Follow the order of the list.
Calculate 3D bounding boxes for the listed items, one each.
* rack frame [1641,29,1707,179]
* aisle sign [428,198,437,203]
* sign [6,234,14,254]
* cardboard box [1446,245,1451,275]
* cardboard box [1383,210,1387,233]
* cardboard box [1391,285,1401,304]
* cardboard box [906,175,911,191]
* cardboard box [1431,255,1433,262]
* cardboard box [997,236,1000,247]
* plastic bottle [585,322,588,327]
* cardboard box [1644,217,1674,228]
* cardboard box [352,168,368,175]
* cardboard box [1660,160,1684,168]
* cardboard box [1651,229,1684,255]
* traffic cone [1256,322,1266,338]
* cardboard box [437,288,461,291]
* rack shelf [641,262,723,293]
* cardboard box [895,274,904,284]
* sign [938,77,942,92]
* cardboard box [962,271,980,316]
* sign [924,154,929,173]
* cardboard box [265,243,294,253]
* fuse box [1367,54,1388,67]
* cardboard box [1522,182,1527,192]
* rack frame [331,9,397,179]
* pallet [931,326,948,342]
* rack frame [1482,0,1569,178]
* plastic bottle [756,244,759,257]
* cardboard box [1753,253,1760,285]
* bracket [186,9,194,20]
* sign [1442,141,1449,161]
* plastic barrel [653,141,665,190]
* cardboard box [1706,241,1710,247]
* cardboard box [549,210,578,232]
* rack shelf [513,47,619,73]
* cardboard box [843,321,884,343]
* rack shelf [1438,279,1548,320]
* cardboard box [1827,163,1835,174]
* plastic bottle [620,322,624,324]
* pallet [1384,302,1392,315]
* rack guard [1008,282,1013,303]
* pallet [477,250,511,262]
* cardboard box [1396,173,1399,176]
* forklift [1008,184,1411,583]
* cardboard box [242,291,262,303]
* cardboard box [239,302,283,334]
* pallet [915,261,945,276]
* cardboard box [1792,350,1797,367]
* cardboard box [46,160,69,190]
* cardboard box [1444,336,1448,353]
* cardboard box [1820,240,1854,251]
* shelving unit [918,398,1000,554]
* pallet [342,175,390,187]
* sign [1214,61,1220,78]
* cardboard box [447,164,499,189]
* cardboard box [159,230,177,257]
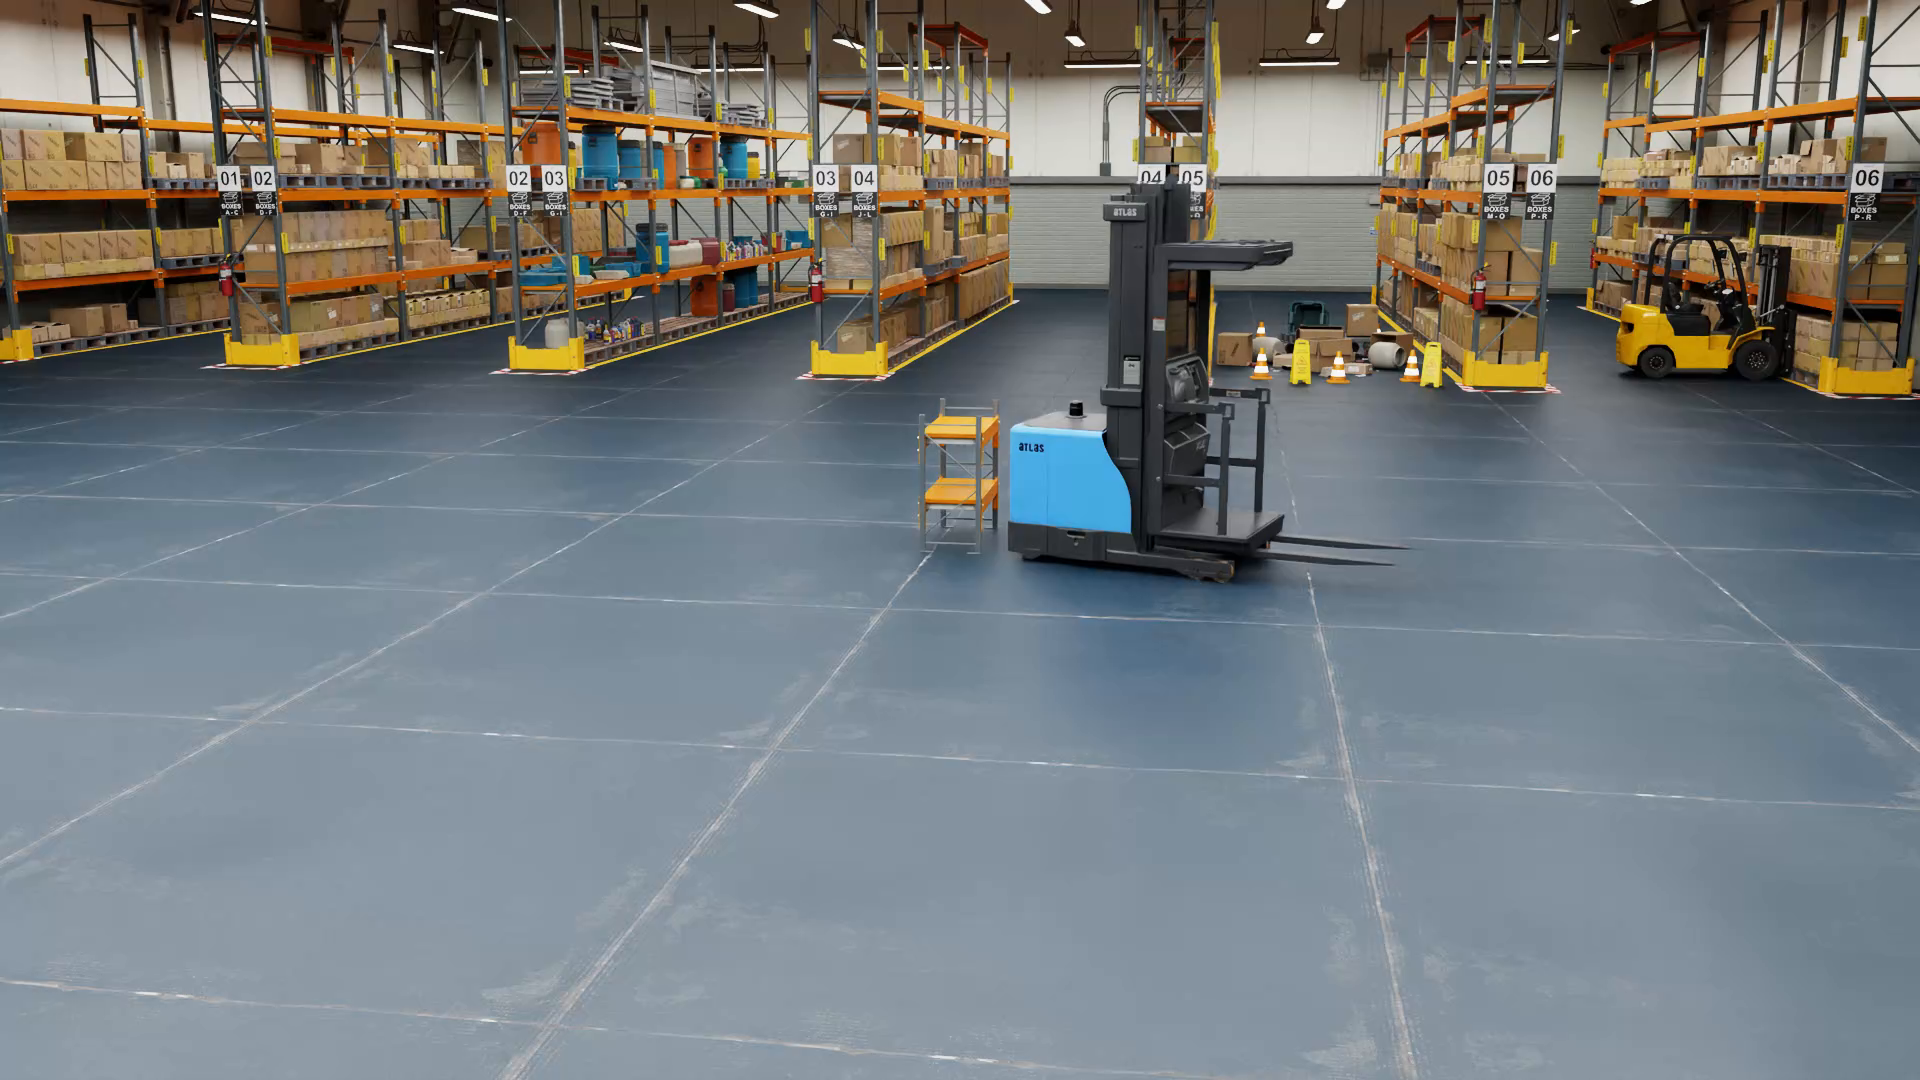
[{"bbox_3d":[14.798,-9.018,34.480,1.000,3.000,0.127,2,12,9],"label":"rack frame"},{"bbox_3d":[-13.660,-9.157,43.193,0.394,0.787,0.004,2,12,9],"label":"aisle sign"},{"bbox_3d":[-15.892,-4.956,27.815,0.100,0.325,0.005,2,12,9],"label":"sign"},{"bbox_3d":[8.265,-4.587,27.213,0.500,0.500,0.500,2,12,8],"label":"cardboard box"},{"bbox_3d":[10.008,-7.310,38.183,0.500,0.500,0.500,2,12,8],"label":"cardboard box"},{"bbox_3d":[10.232,-5.512,37.535,0.875,0.438,0.875,2,12,7],"label":"cardboard box"},{"bbox_3d":[-1.106,-5.976,27.841,0.500,0.250,0.500,2,12,8],"label":"cardboard box"},{"bbox_3d":[8.747,-5.099,30.133,0.380,0.149,0.250,2,12,10],"label":"cardboard box"},{"bbox_3d":[0.671,-7.042,39.199,0.500,0.250,0.500,2,12,9],"label":"cardboard box"},{"bbox_3d":[-6.654,-3.722,29.548,0.061,0.283,0.133,2,12,11],"label":"plastic bottle"},{"bbox_3d":[15.290,-6.826,36.416,0.500,0.500,0.500,2,12,7],"label":"cardboard box"},{"bbox_3d":[-14.216,-8.831,39.851,0.500,0.250,0.500,2,12,8],"label":"cardboard box"},{"bbox_3d":[14.140,-7.458,33.017,0.380,0.149,0.250,2,12,9],"label":"cardboard box"},{"bbox_3d":[14.302,-5.975,33.365,0.700,0.500,0.500,2,12,8],"label":"cardboard box"},{"bbox_3d":[5.454,-3.710,30.109,0.336,0.463,0.334,2,12,9],"label":"traffic cone"},{"bbox_3d":[-10.673,-5.092,34.698,0.500,0.311,0.500,2,12,11],"label":"cardboard box"},{"bbox_3d":[-5.716,-5.127,32.369,1.077,0.370,4.000,2,12,9],"label":"rack shelf"},{"bbox_3d":[-1.139,-4.307,27.453,0.380,0.149,0.250,2,12,9],"label":"cardboard box"},{"bbox_3d":[-0.444,-10.057,36.704,0.100,0.325,0.005,2,12,9],"label":"sign"},{"bbox_3d":[-0.243,-5.229,35.183,1.225,0.875,0.875,2,12,9],"label":"cardboard box"},{"bbox_3d":[-0.593,-6.605,29.172,0.100,0.325,0.005,2,12,9],"label":"sign"},{"bbox_3d":[-11.260,-4.831,27.514,0.380,0.149,0.250,2,12,8],"label":"cardboard box"},{"bbox_3d":[11.098,-12.752,44.211,0.513,0.334,0.176,2,12,9],"label":"fuse box"},{"bbox_3d":[8.419,-5.150,24.245,0.380,0.149,0.250,2,12,9],"label":"cardboard box"},{"bbox_3d":[-10.918,-8.156,30.478,1.000,3.000,0.127,2,12,9],"label":"rack frame"},{"bbox_3d":[-0.826,-3.955,31.845,1.003,0.211,1.213,2,12,9],"label":"pallet"},{"bbox_3d":[8.047,-6.680,23.631,1.000,3.000,0.127,2,12,9],"label":"rack frame"},{"bbox_3d":[-4.591,-6.498,37.320,0.152,0.276,0.135,2,12,9],"label":"plastic bottle"},{"bbox_3d":[13.241,-4.385,26.984,0.500,0.500,0.500,2,12,7],"label":"cardboard box"},{"bbox_3d":[-15.838,-10.740,33.925,0.235,0.232,0.430,2,12,9],"label":"bracket"},{"bbox_3d":[8.113,-6.509,27.795,0.100,0.325,0.005,2,12,9],"label":"sign"},{"bbox_3d":[-5.959,-7.158,31.780,0.600,0.901,0.708,2,12,9],"label":"plastic barrel"},{"bbox_3d":[13.761,-5.397,30.141,0.380,0.149,0.250,2,12,9],"label":"cardboard box"},{"bbox_3d":[-9.337,-7.515,39.134,0.500,0.500,0.500,2,12,10],"label":"cardboard box"},{"bbox_3d":[-9.380,-11.511,39.863,1.077,0.370,4.000,2,12,9],"label":"rack shelf"},{"bbox_3d":[-1.574,-3.307,27.155,0.500,0.500,0.500,5,13,23],"label":"cardboard box"},{"bbox_3d":[8.355,-3.812,26.271,1.077,0.370,4.000,2,12,9],"label":"rack shelf"},{"bbox_3d":[12.780,-5.368,24.022,0.380,0.149,0.250,2,12,7],"label":"cardboard box"},{"bbox_3d":[-6.018,-3.762,29.749,0.152,0.276,0.135,2,12,9],"label":"plastic bottle"},{"bbox_3d":[10.272,-5.293,38.053,1.003,0.211,1.213,2,12,9],"label":"pallet"},{"bbox_3d":[0.719,-6.182,41.494,1.175,0.500,0.348,2,12,9],"label":"rack guard"},{"bbox_3d":[-10.268,-6.105,35.659,1.213,0.211,1.003,2,12,9],"label":"pallet"},{"bbox_3d":[9.675,-8.044,36.163,0.396,0.266,0.258,2,12,10],"label":"cardboard box"},{"bbox_3d":[1.938,-1.238,12.781,3.031,2.935,1.130,6,13,25],"label":"forklift"},{"bbox_3d":[-15.257,-5.057,35.228,0.700,0.500,0.500,2,12,9],"label":"cardboard box"},{"bbox_3d":[-11.745,-3.740,27.975,0.500,0.500,0.500,2,12,9],"label":"cardboard box"},{"bbox_3d":[-0.869,-4.962,30.353,1.003,0.211,1.213,2,12,9],"label":"pallet"},{"bbox_3d":[12.884,-2.764,25.228,0.500,0.250,0.500,2,12,9],"label":"cardboard box"},{"bbox_3d":[-15.936,-6.356,28.959,0.500,0.500,0.500,2,12,11],"label":"cardboard box"},{"bbox_3d":[8.234,-3.216,27.326,0.500,0.250,0.500,3,12,12],"label":"cardboard box"},{"bbox_3d":[12.931,-4.338,24.517,0.380,0.149,0.250,2,12,9],"label":"cardboard box"},{"bbox_3d":[0.001,-0.551,13.881,0.538,1.125,1.048,2,12,9],"label":"shelving unit"},{"bbox_3d":[-11.023,-6.468,29.975,1.003,0.211,1.213,2,12,9],"label":"pallet"},{"bbox_3d":[4.920,-9.002,31.810,0.100,0.325,0.005,2,12,9],"label":"sign"},{"bbox_3d":[-10.269,-7.663,35.073,0.910,0.500,0.500,2,12,9],"label":"cardboard box"},{"bbox_3d":[-15.701,-5.752,32.281,0.700,0.500,0.500,2,12,9],"label":"cardboard box"}]
